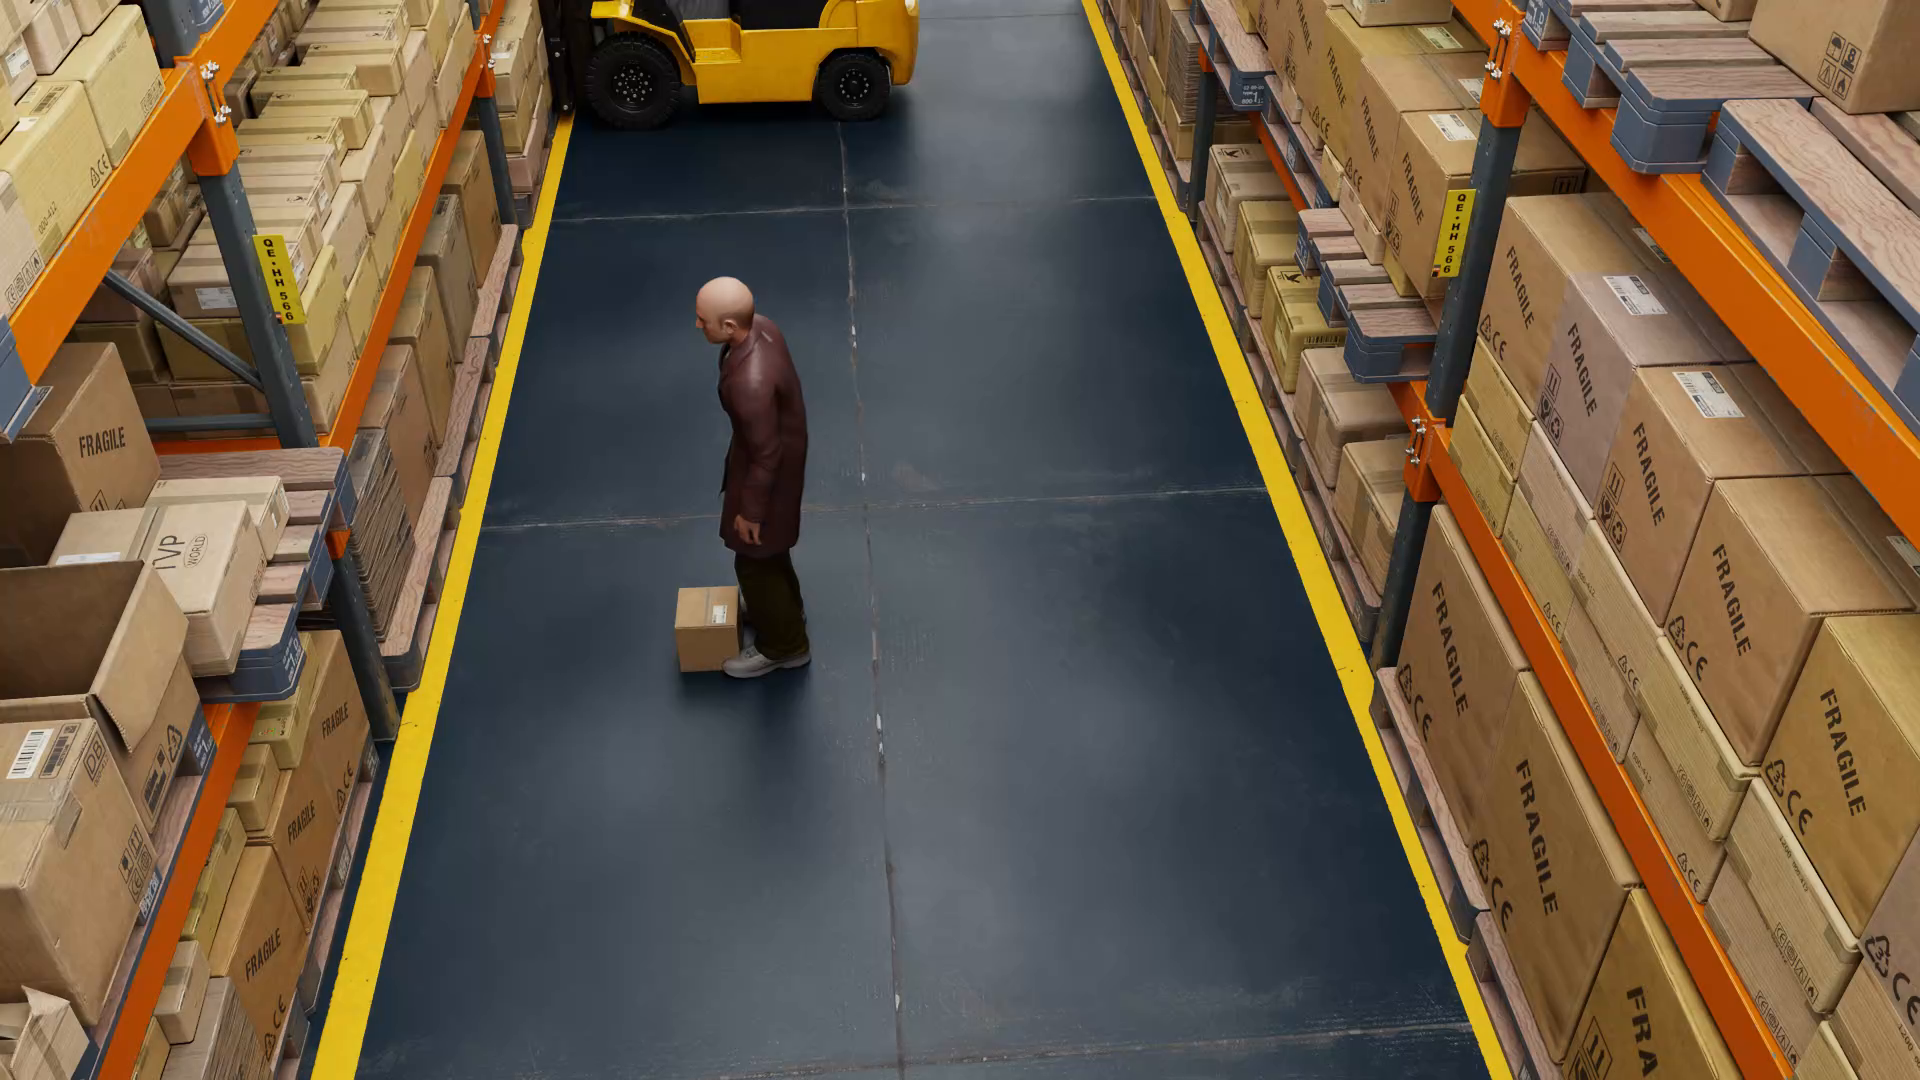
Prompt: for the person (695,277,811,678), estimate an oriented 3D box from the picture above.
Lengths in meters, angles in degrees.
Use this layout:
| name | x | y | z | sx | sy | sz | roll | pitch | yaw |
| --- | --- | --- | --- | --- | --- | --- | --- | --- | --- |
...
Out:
| name | x | y | z | sx | sy | sz | roll | pitch | yaw |
| --- | --- | --- | --- | --- | --- | --- | --- | --- | --- |
| person | -0.794 | -0.248 | 6.477 | 0.428 | 1.773 | 0.641 | -3 | 39 | -4 |
